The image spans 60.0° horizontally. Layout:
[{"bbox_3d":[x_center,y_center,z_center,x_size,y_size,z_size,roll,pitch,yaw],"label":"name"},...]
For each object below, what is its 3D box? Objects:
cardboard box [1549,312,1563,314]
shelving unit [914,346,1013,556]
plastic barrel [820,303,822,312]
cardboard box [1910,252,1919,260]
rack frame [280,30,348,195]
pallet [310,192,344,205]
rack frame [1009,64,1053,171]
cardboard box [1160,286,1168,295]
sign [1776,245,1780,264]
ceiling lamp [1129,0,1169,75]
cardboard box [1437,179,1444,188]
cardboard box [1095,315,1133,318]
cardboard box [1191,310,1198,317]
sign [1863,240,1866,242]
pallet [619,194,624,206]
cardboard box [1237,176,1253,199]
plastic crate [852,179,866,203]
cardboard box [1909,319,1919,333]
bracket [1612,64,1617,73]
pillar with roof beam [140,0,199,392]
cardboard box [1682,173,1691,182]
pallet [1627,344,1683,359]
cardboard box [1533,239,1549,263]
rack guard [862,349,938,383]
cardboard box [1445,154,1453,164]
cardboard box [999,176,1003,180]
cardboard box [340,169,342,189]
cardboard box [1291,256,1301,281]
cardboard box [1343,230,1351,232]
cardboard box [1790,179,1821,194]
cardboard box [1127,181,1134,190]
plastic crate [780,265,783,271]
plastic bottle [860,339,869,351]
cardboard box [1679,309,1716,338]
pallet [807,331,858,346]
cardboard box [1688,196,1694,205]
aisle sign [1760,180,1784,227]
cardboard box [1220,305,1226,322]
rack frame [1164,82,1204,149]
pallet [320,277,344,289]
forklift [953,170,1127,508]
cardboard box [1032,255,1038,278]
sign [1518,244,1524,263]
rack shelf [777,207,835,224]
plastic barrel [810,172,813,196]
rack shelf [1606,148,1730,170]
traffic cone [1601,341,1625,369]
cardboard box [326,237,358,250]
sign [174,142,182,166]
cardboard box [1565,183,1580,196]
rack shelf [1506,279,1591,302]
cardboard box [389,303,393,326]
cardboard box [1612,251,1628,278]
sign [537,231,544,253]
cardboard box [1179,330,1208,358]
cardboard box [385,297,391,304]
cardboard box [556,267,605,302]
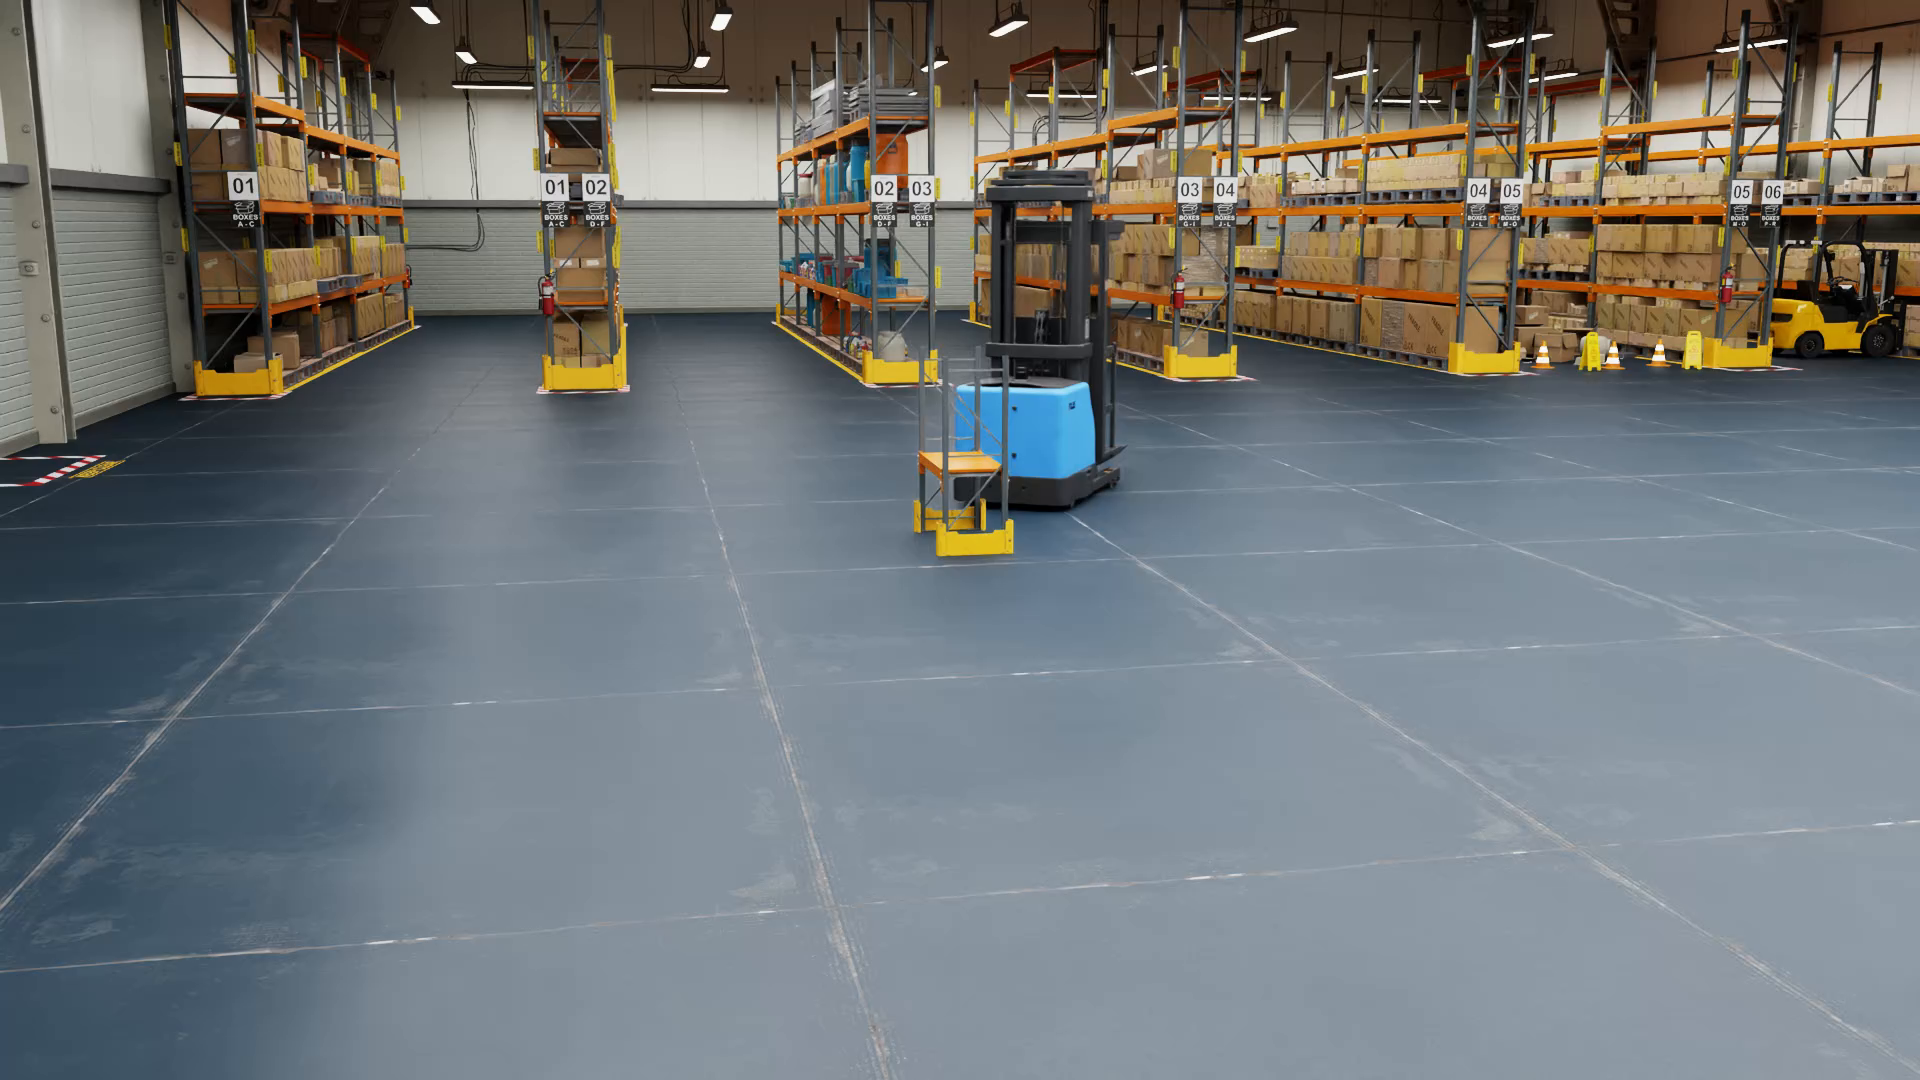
[{"bbox_3d":[12.382,-4.663,35.580,0.950,0.372,0.625,-2,11,-12],"label":"cardboard box"},{"bbox_3d":[0.015,-0.723,12.983,0.587,1.500,1.083,-2,11,-11],"label":"shelving unit"},{"bbox_3d":[-2.780,-4.765,35.533,0.600,0.588,0.708,-2,11,-11],"label":"plastic barrel"},{"bbox_3d":[18.008,-5.311,31.075,0.380,0.149,0.250,-2,11,-13],"label":"cardboard box"},{"bbox_3d":[-12.166,-8.033,31.336,1.000,3.000,0.127,-2,11,-11],"label":"rack frame"},{"bbox_3d":[-11.609,-6.041,29.394,1.213,0.211,1.003,-2,11,-11],"label":"pallet"},{"bbox_3d":[1.632,-9.307,38.030,1.000,3.000,0.127,-2,11,-11],"label":"rack frame"},{"bbox_3d":[3.561,-4.171,27.758,0.380,0.149,0.250,-2,11,-11],"label":"cardboard box"},{"bbox_3d":[14.219,-4.965,28.944,0.100,0.325,0.005,-2,11,-11],"label":"sign"},{"bbox_3d":[4.498,-12.122,37.207,0.800,3.185,2.000,-2,11,-11],"label":"ceiling lamp"},{"bbox_3d":[8.355,-6.069,28.318,0.380,0.149,0.250,-2,11,-10],"label":"cardboard box"},{"bbox_3d":[3.015,-4.083,32.134,0.700,0.500,0.500,-2,11,-11],"label":"cardboard box"},{"bbox_3d":[5.905,-5.577,40.979,0.380,0.149,0.250,-2,11,-11],"label":"cardboard box"},{"bbox_3d":[18.321,-5.919,33.747,0.100,0.325,0.005,-2,11,-11],"label":"sign"},{"bbox_3d":[-7.088,-6.527,31.948,1.213,0.211,1.003,-2,11,-8],"label":"pallet"},{"bbox_3d":[6.688,-7.965,37.598,0.797,0.503,0.637,-2,11,-12],"label":"cardboard box"},{"bbox_3d":[-1.559,-5.784,27.582,0.392,0.384,0.575,-2,11,-11],"label":"plastic crate"},{"bbox_3d":[18.067,-3.972,30.939,0.500,0.250,0.500,-2,11,-12],"label":"cardboard box"},{"bbox_3d":[16.541,-11.841,41.714,0.235,0.232,0.430,-2,11,-11],"label":"bracket"},{"bbox_3d":[-7.372,-6.820,24.959,9.100,9.000,0.400,-2,11,-11],"label":"pillar with roof beam"},{"bbox_3d":[13.212,-6.501,29.849,0.380,0.149,0.250,-2,11,-11],"label":"cardboard box"},{"bbox_3d":[13.315,-3.538,31.218,1.003,0.211,1.213,-2,11,-11],"label":"pallet"},{"bbox_3d":[12.299,-6.013,34.581,0.500,0.500,0.500,-3,11,-13],"label":"cardboard box"},{"bbox_3d":[-0.953,-2.764,26.379,1.175,0.500,0.348,-2,11,-11],"label":"rack guard"},{"bbox_3d":[8.405,-6.414,27.998,0.380,0.149,0.250,-2,11,-11],"label":"cardboard box"},{"bbox_3d":[1.321,-8.379,39.514,0.700,0.500,0.500,-2,11,-8],"label":"cardboard box"},{"bbox_3d":[-12.472,-7.007,32.523,0.700,0.500,0.500,-3,11,-14],"label":"cardboard box"},{"bbox_3d":[7.219,-5.652,34.604,0.500,0.500,0.500,-2,11,-12],"label":"cardboard box"},{"bbox_3d":[10.389,-7.896,43.719,0.500,0.500,0.500,-2,11,-12],"label":"cardboard box"},{"bbox_3d":[17.397,-7.244,34.058,0.500,0.311,0.500,-2,11,-13],"label":"cardboard box"},{"bbox_3d":[3.156,-6.226,29.196,0.380,0.149,0.250,-2,11,-12],"label":"cardboard box"},{"bbox_3d":[-4.298,-6.695,40.892,0.250,0.136,0.298,-2,11,-11],"label":"plastic crate"},{"bbox_3d":[-1.661,-3.325,28.753,0.152,0.276,0.135,-2,11,-11],"label":"plastic bottle"},{"bbox_3d":[13.275,-3.881,29.791,0.500,0.500,0.500,-2,11,-11],"label":"cardboard box"},{"bbox_3d":[-2.643,-4.220,34.803,1.003,0.211,1.213,-2,11,-11],"label":"pallet"},{"bbox_3d":[13.260,-6.069,29.707,0.380,0.149,0.250,-2,11,-11],"label":"cardboard box"},{"bbox_3d":[14.003,-5.797,28.677,0.394,0.787,0.004,-2,11,-11],"label":"aisle sign"},{"bbox_3d":[6.400,-5.355,38.873,0.500,0.500,0.500,-2,11,-9],"label":"cardboard box"},{"bbox_3d":[5.739,-10.203,42.735,1.000,3.000,0.127,-2,11,-11],"label":"rack frame"},{"bbox_3d":[-11.741,-4.631,30.016,1.003,0.211,1.213,-2,11,-11],"label":"pallet"},{"bbox_3d":[0.904,-1.956,15.635,1.130,2.935,3.031,4,11,19],"label":"forklift"},{"bbox_3d":[1.875,-5.944,36.137,0.500,0.500,0.500,-2,11,-13],"label":"cardboard box"},{"bbox_3d":[9.396,-4.805,27.890,0.100,0.325,0.005,-2,11,-11],"label":"sign"},{"bbox_3d":[-3.615,-7.667,39.359,1.077,0.370,4.000,-2,11,-11],"label":"rack shelf"},{"bbox_3d":[-2.941,-7.513,35.137,0.433,0.535,0.433,0,11,0],"label":"plastic barrel"},{"bbox_3d":[16.610,-8.932,39.053,1.077,0.370,4.000,-2,11,-11],"label":"rack shelf"},{"bbox_3d":[11.315,-3.203,28.786,0.336,0.463,0.334,-2,11,-11],"label":"traffic cone"},{"bbox_3d":[-12.007,-5.758,32.303,0.500,0.250,0.500,-2,11,-10],"label":"cardboard box"},{"bbox_3d":[-11.159,-5.511,23.738,0.100,0.325,0.005,-2,11,-11],"label":"sign"},{"bbox_3d":[12.559,-7.054,33.493,0.500,0.250,0.500,-2,11,-10],"label":"cardboard box"},{"bbox_3d":[12.520,-5.267,34.770,1.077,0.370,4.000,-2,11,-11],"label":"rack shelf"},{"bbox_3d":[-13.084,-5.031,37.171,0.700,0.500,0.500,-2,11,-12],"label":"cardboard box"},{"bbox_3d":[12.841,-5.267,31.782,0.500,0.500,0.500,-2,11,-11],"label":"cardboard box"},{"bbox_3d":[-6.287,-4.468,24.918,0.100,0.325,0.005,-2,11,-11],"label":"sign"},{"bbox_3d":[3.861,-3.253,27.827,0.500,0.500,0.500,0,11,0],"label":"cardboard box"},{"bbox_3d":[-12.877,-5.327,36.991,0.380,0.149,0.250,-2,11,-9],"label":"cardboard box"},{"bbox_3d":[-5.830,-3.935,25.581,0.700,0.500,0.500,-2,11,-11],"label":"cardboard box"}]
